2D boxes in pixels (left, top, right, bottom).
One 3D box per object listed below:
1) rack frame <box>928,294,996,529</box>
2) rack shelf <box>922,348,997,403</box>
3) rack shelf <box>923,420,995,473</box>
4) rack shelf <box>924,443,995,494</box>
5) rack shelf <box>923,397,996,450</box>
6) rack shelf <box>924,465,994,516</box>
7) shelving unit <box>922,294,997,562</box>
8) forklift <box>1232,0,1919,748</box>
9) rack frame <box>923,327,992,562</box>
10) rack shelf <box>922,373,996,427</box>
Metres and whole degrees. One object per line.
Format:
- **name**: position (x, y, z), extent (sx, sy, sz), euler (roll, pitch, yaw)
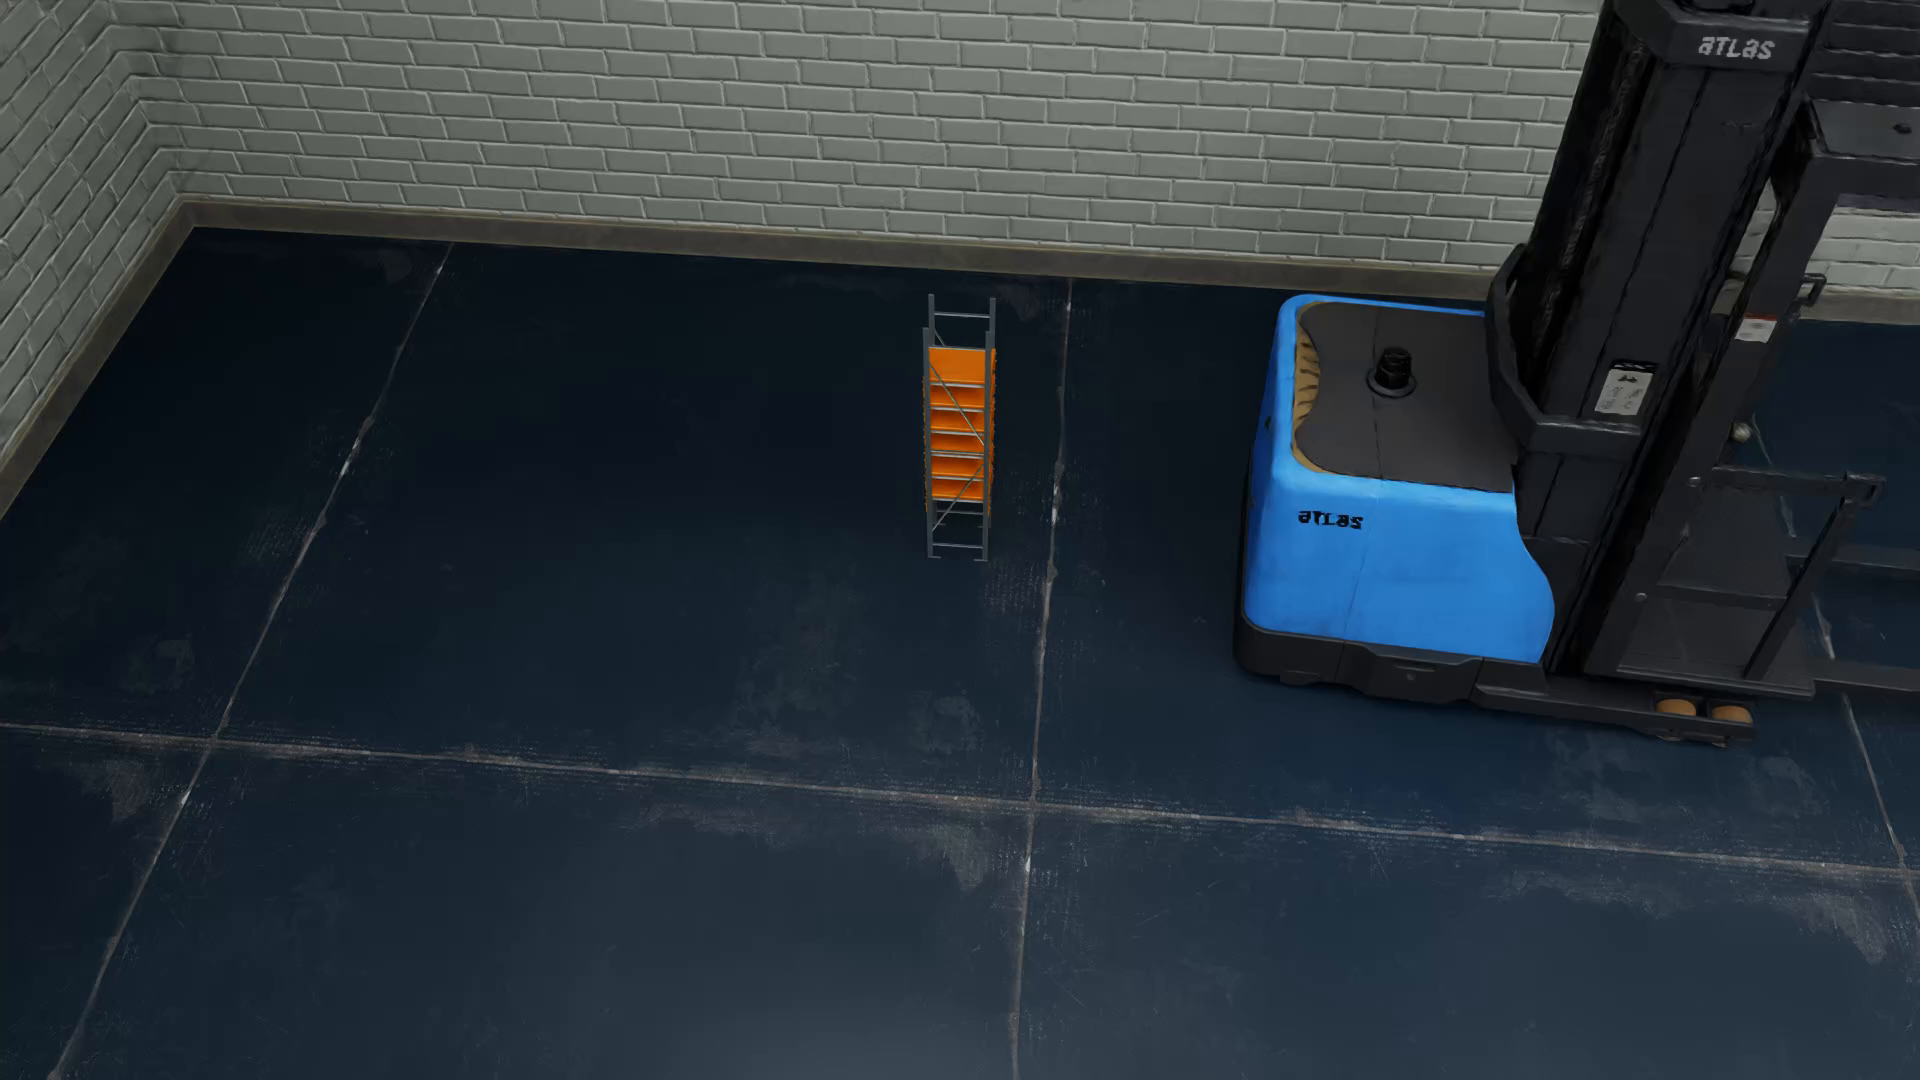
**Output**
- **rack frame**: position (0.007, -0.462, 6.359), extent (0.240, 1.200, 0.006), euler (4, 48, 4)
- **rack shelf**: position (-0.001, -0.607, 6.065), extent (0.258, 0.103, 0.180), euler (4, 48, 4)
- **rack shelf**: position (-0.001, -0.364, 6.330), extent (0.258, 0.103, 0.180), euler (4, 48, 4)
- **rack shelf**: position (-0.001, -0.283, 6.419), extent (0.258, 0.103, 0.180), euler (4, 48, 4)
- **rack shelf**: position (-0.001, -0.445, 6.242), extent (0.258, 0.103, 0.180), euler (4, 48, 4)
- **rack shelf**: position (-0.001, -0.202, 6.507), extent (0.258, 0.103, 0.180), euler (4, 48, 4)
- **shelving unit**: position (-0.001, -0.394, 6.298), extent (0.258, 1.200, 0.189), euler (4, 48, 4)
- **forklift**: position (2.591, -0.658, 5.366), extent (3.031, 2.935, 1.130), euler (7, 48, 6)
- **rack frame**: position (-0.010, -0.327, 6.236), extent (0.240, 1.200, 0.006), euler (4, 48, 4)
- **rack shelf**: position (-0.001, -0.526, 6.153), extent (0.258, 0.103, 0.180), euler (4, 48, 4)
